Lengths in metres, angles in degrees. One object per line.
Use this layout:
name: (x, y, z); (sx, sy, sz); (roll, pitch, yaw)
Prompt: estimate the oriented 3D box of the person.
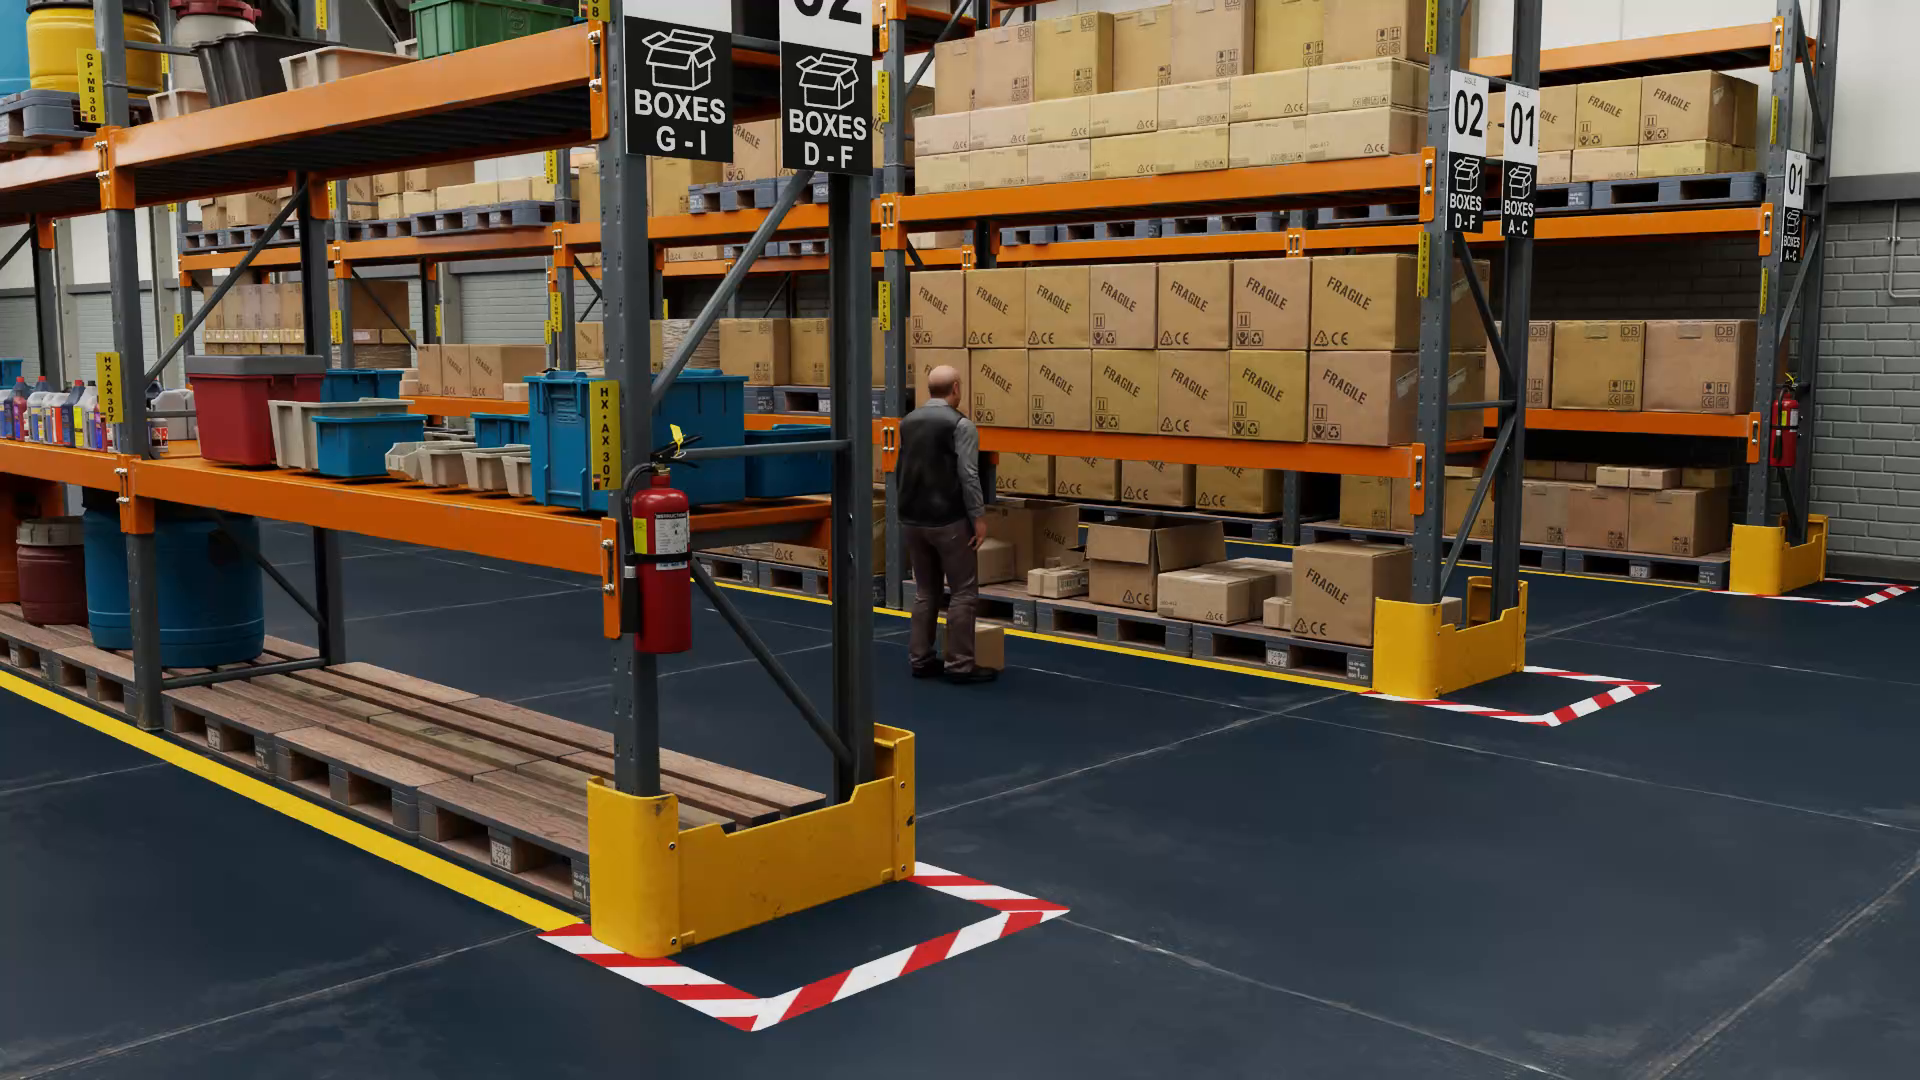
person: (-0.117, -0.091, 9.103); (0.583, 1.719, 0.421); (6, 9, 40)
